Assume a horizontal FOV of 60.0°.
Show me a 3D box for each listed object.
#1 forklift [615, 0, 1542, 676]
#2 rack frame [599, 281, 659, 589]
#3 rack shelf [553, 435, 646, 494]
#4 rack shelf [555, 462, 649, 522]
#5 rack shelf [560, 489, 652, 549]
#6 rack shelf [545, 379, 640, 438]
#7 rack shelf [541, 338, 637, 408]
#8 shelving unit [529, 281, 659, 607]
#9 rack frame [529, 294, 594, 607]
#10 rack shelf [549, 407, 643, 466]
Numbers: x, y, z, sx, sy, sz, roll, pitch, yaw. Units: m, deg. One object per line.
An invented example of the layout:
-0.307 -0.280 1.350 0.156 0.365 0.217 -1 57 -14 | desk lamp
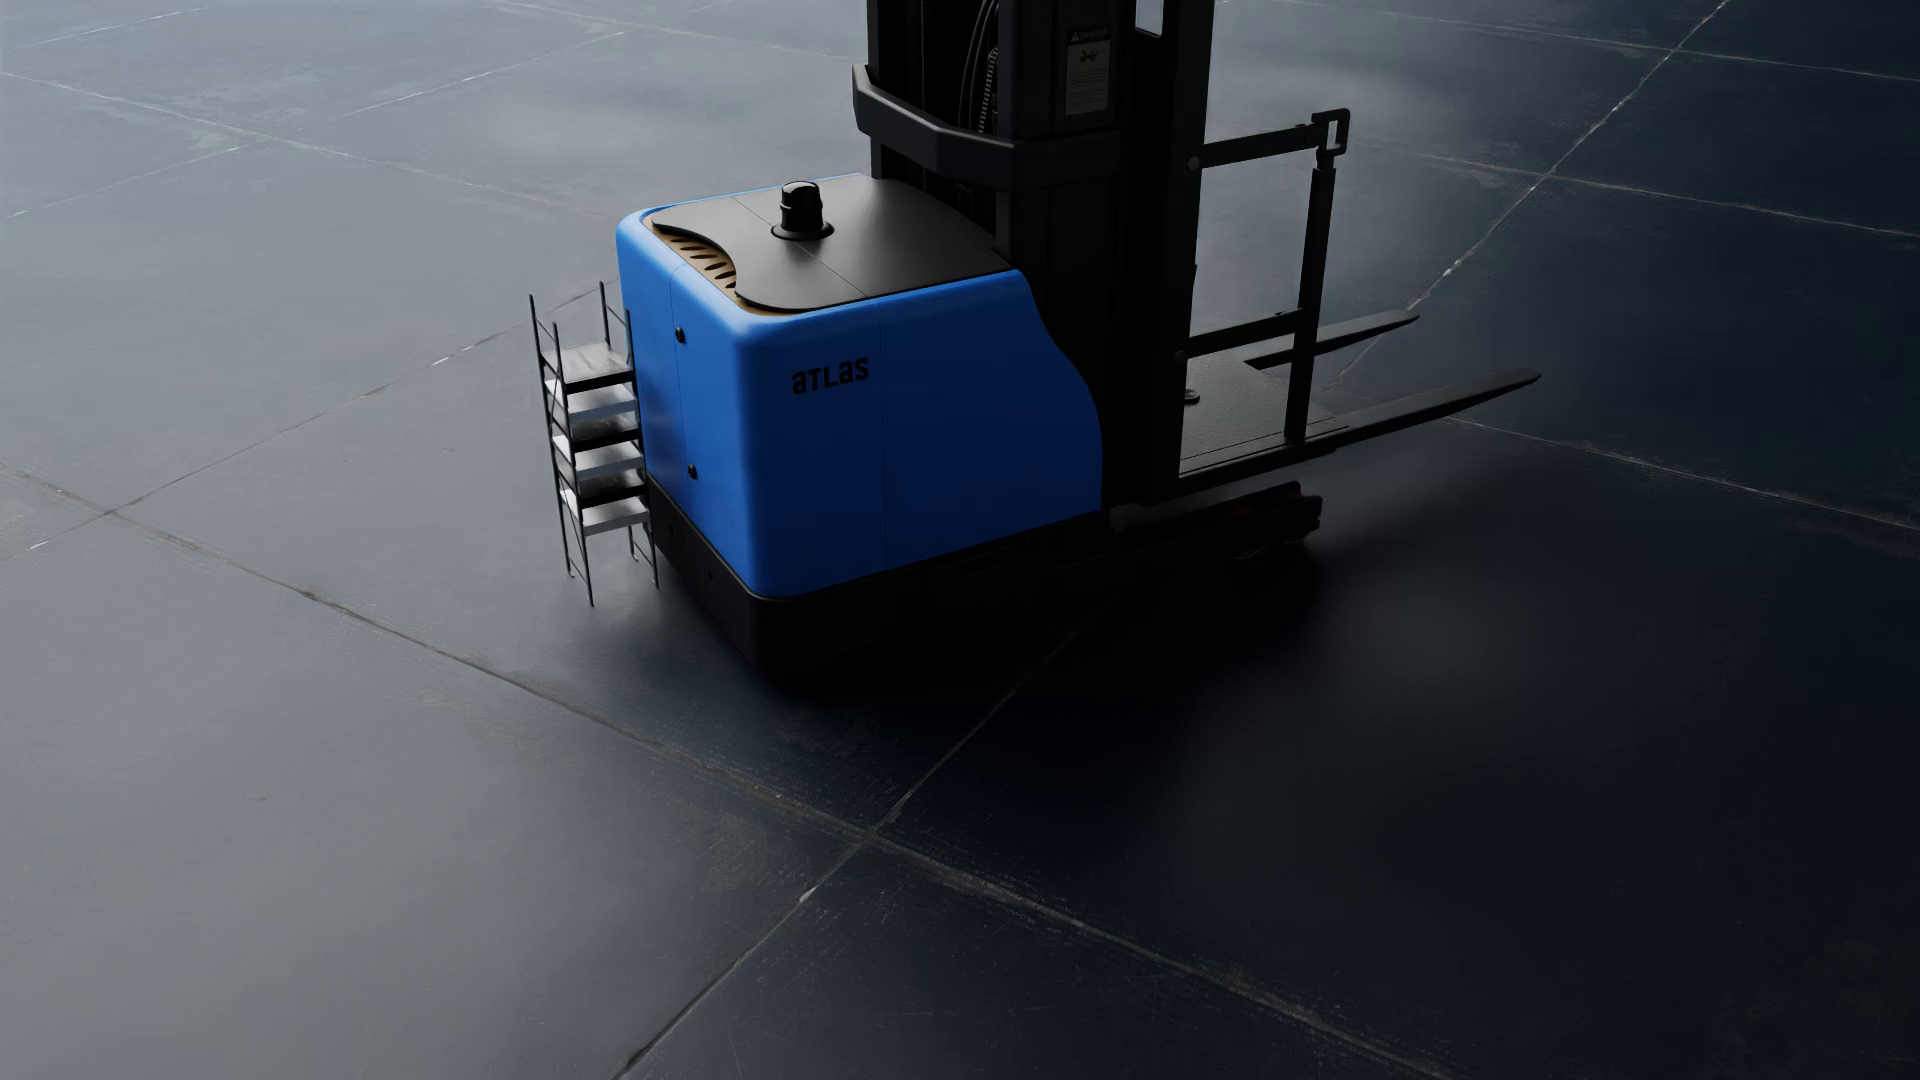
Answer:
0.548 -1.422 4.778 3.031 2.935 1.130 -16 34 -25 | forklift
-0.965 -0.295 4.862 0.006 0.900 0.240 -16 34 -25 | rack frame
-1.054 -0.241 4.837 0.200 0.077 0.258 -16 34 -25 | rack shelf
-1.054 -0.163 4.882 0.200 0.077 0.258 -16 34 -25 | rack shelf
-1.054 -0.086 4.927 0.200 0.077 0.258 -16 34 -25 | rack shelf
-1.054 -0.397 4.746 0.200 0.077 0.258 -16 34 -25 | rack shelf
-1.054 -0.474 4.700 0.200 0.077 0.258 -16 34 -25 | rack shelf
-1.054 -0.270 4.820 0.210 0.900 0.258 -16 34 -25 | shelving unit
-1.143 -0.245 4.777 0.006 0.900 0.240 -16 34 -25 | rack frame
-1.054 -0.319 4.791 0.200 0.077 0.258 -16 34 -25 | rack shelf
